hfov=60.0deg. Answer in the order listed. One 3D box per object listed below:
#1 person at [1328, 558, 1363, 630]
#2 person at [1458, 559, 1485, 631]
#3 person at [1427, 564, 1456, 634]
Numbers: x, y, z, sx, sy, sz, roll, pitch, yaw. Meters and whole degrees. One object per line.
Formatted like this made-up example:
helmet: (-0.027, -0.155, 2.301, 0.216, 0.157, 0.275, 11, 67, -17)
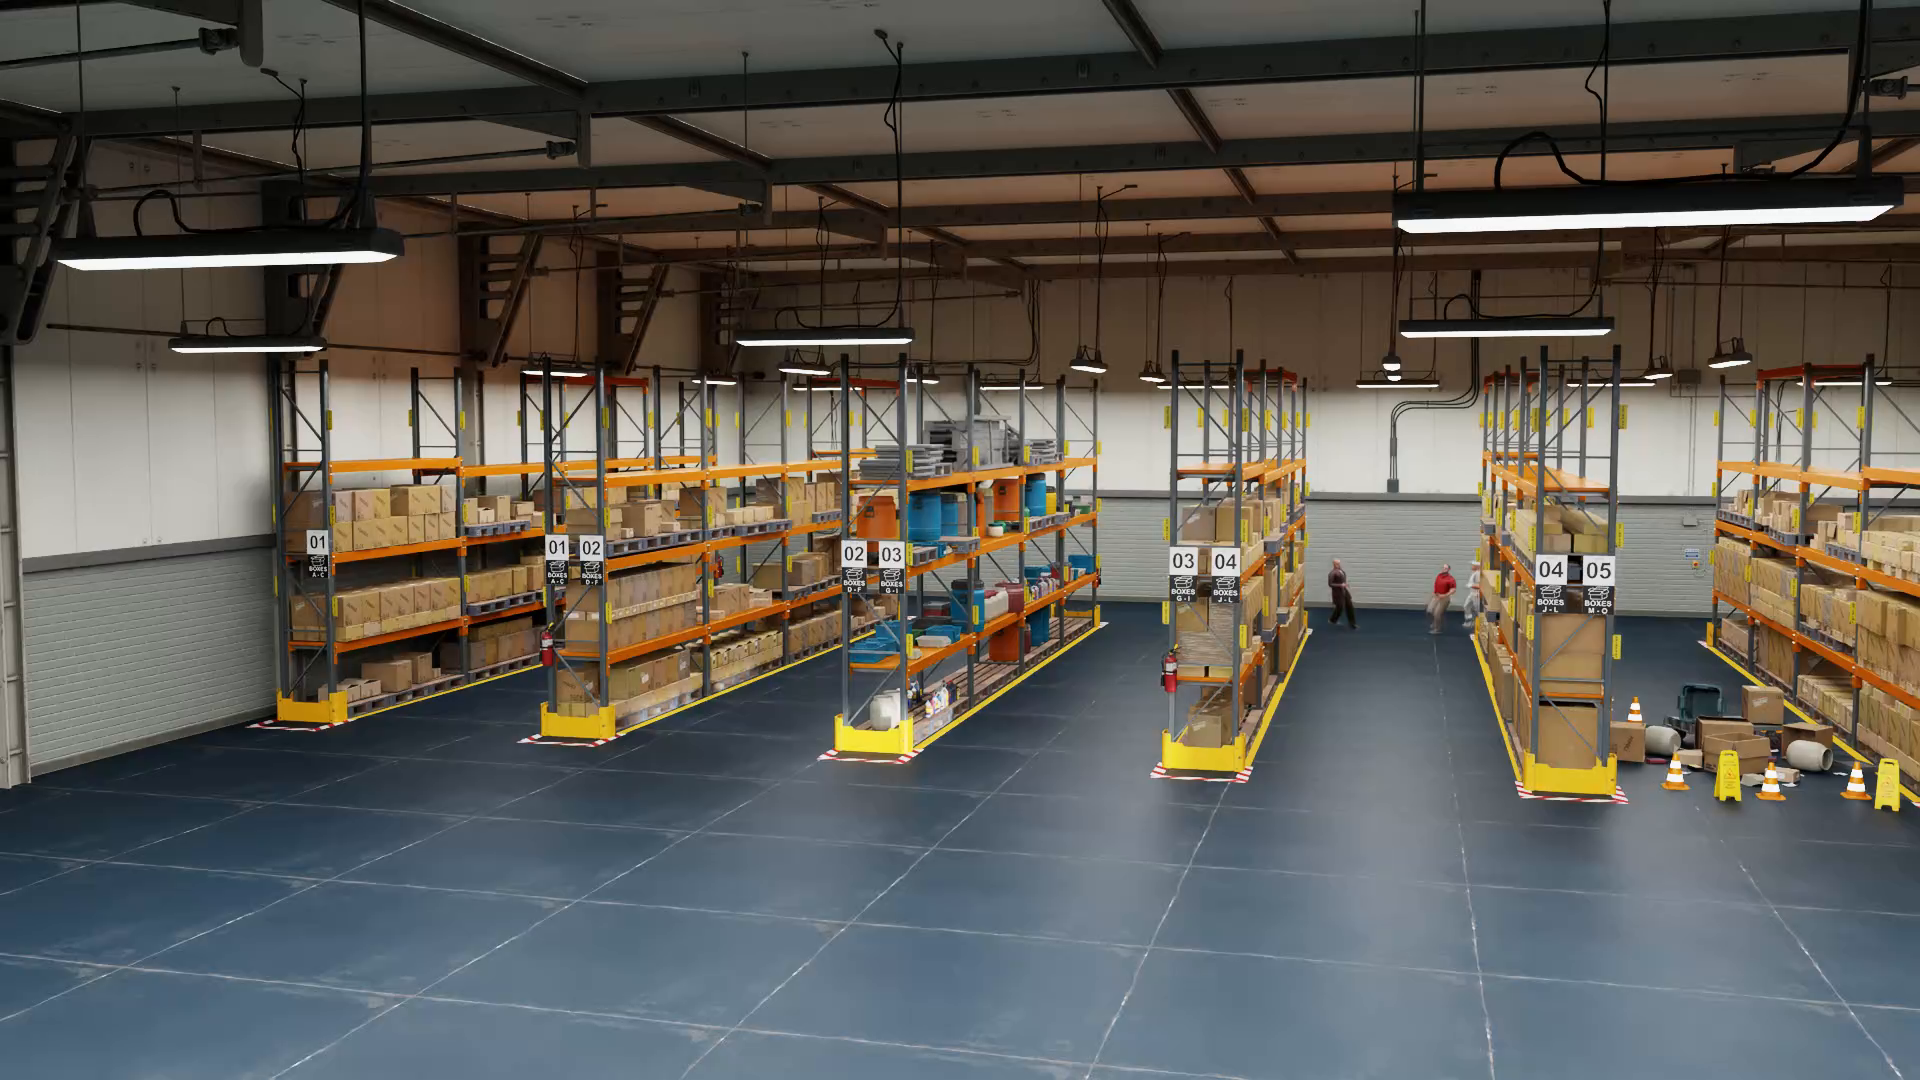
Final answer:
person: (9.073, 1.299, 39.816, 0.881, 1.756, 0.814, -4, 6, -42)
person: (12.227, 1.322, 39.267, 0.793, 1.778, 0.768, 1, 4, 10)
person: (11.230, 1.385, 38.829, 0.555, 1.652, 0.694, -3, 5, -37)
